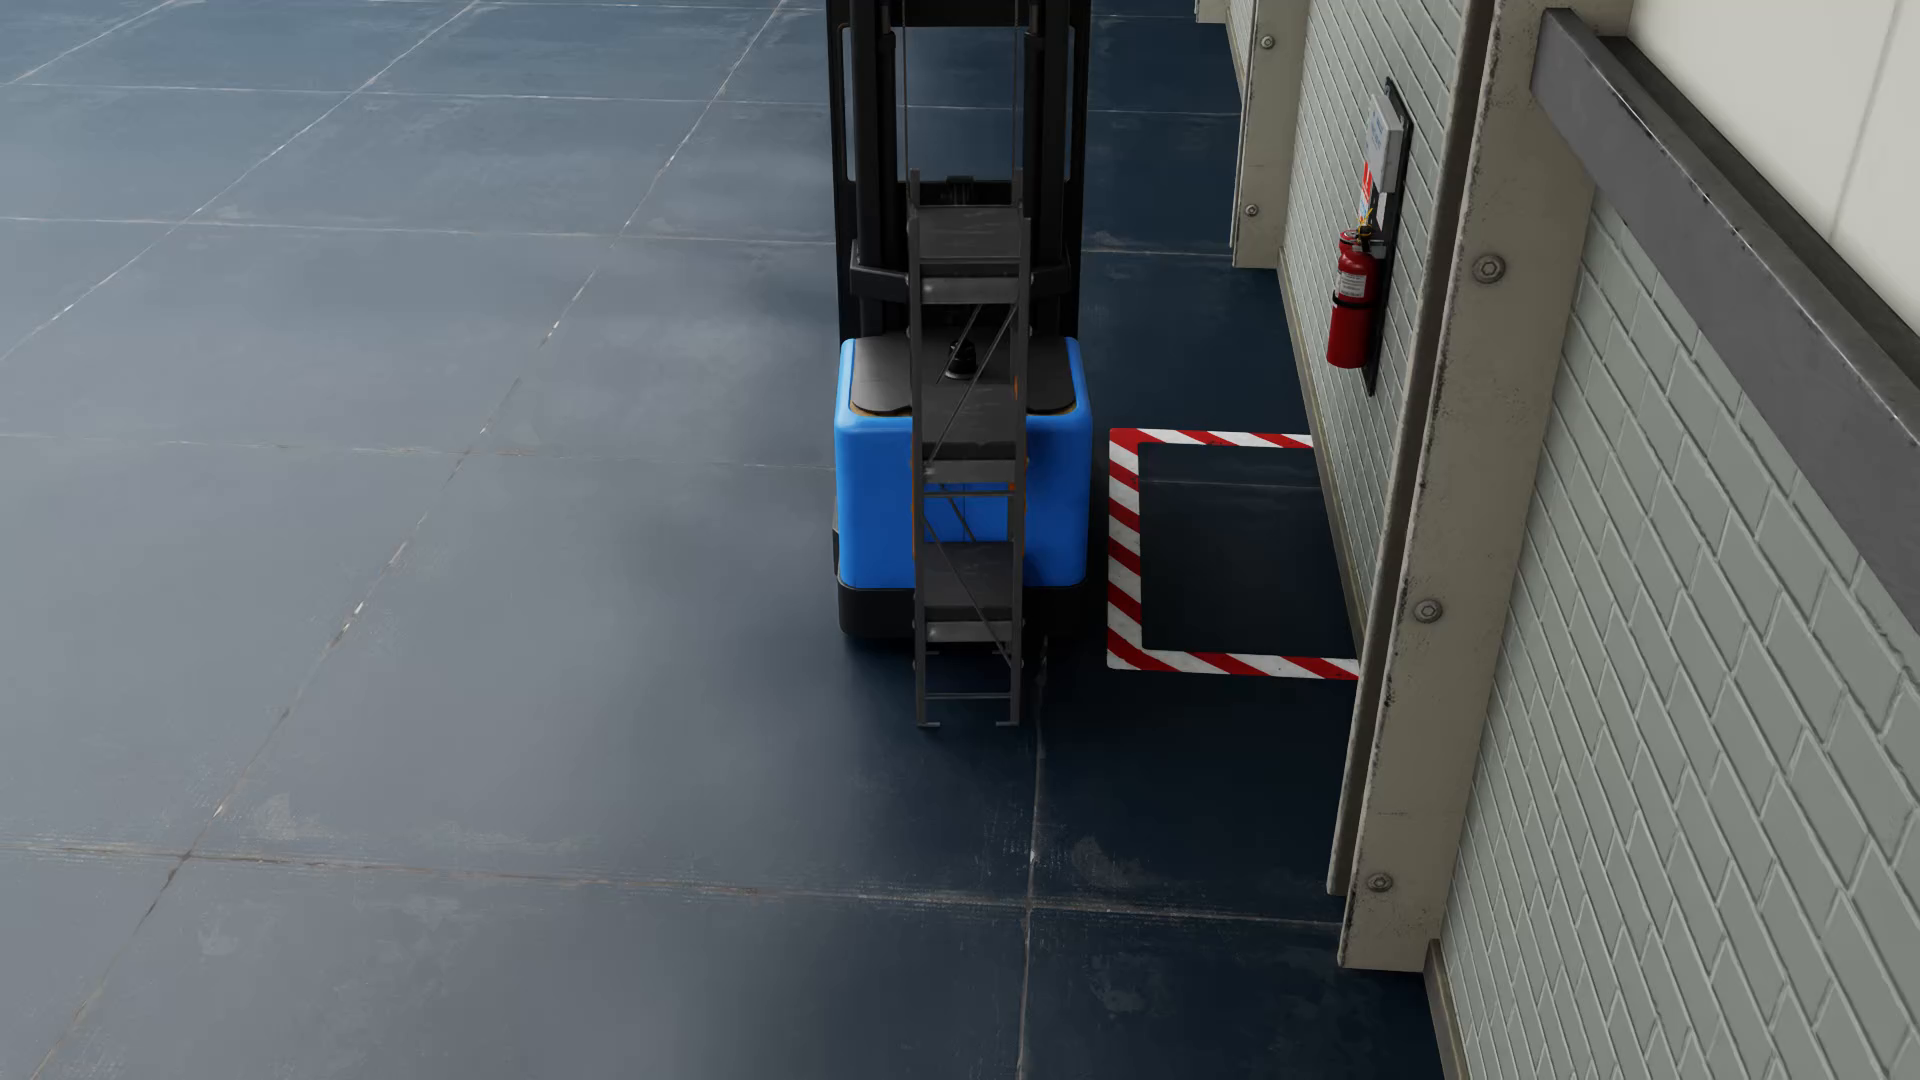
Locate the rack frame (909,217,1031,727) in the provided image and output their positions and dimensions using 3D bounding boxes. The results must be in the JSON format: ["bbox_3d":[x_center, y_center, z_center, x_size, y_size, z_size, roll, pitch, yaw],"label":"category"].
[{"bbox_3d":[0.033,-0.162,6.011,0.400,2.100,0.015,-1,32,-1],"label":"rack frame"}]

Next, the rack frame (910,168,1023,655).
[{"bbox_3d":[0.023,-0.418,6.426,0.400,2.100,0.015,-1,32,-1],"label":"rack frame"}]

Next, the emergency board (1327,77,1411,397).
[{"bbox_3d":[1.656,-1.260,6.935,0.194,1.169,0.643,2,32,4],"label":"emergency board"}]

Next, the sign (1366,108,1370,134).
[{"bbox_3d":[1.795,-1.783,7.246,0.001,0.109,0.331,2,32,4],"label":"sign"}]

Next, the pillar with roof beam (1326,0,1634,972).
[{"bbox_3d":[-2.874,-2.707,3.566,9.100,9.000,0.400,2,32,4],"label":"pillar with roof beam"}]

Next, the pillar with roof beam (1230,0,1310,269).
[{"bbox_3d":[-2.385,-5.845,8.656,9.100,9.000,0.400,2,32,4],"label":"pillar with roof beam"}]

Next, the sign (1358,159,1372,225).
[{"bbox_3d":[1.804,-1.560,7.388,0.001,0.329,0.234,2,32,4],"label":"sign"}]

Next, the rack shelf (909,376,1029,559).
[{"bbox_3d":[0.028,-0.278,6.226,0.431,0.518,0.480,-1,32,-1],"label":"rack shelf"}]

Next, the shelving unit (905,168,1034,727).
[{"bbox_3d":[0.028,-0.290,6.218,0.431,2.100,0.503,-1,32,-1],"label":"shelving unit"}]

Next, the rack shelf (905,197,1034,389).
[{"bbox_3d":[0.028,-0.874,5.858,0.431,0.518,0.480,-1,32,-1],"label":"rack shelf"}]

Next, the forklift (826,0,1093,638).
[{"bbox_3d":[-0.012,-1.575,7.512,1.130,2.935,3.031,-1,32,-1],"label":"forklift"}]

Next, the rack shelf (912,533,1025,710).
[{"bbox_3d":[0.028,0.318,6.593,0.431,0.518,0.480,-1,32,-1],"label":"rack shelf"}]

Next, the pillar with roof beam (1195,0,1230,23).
[{"bbox_3d":[-1.897,-8.982,13.747,9.100,9.000,0.400,2,32,4],"label":"pillar with roof beam"}]
